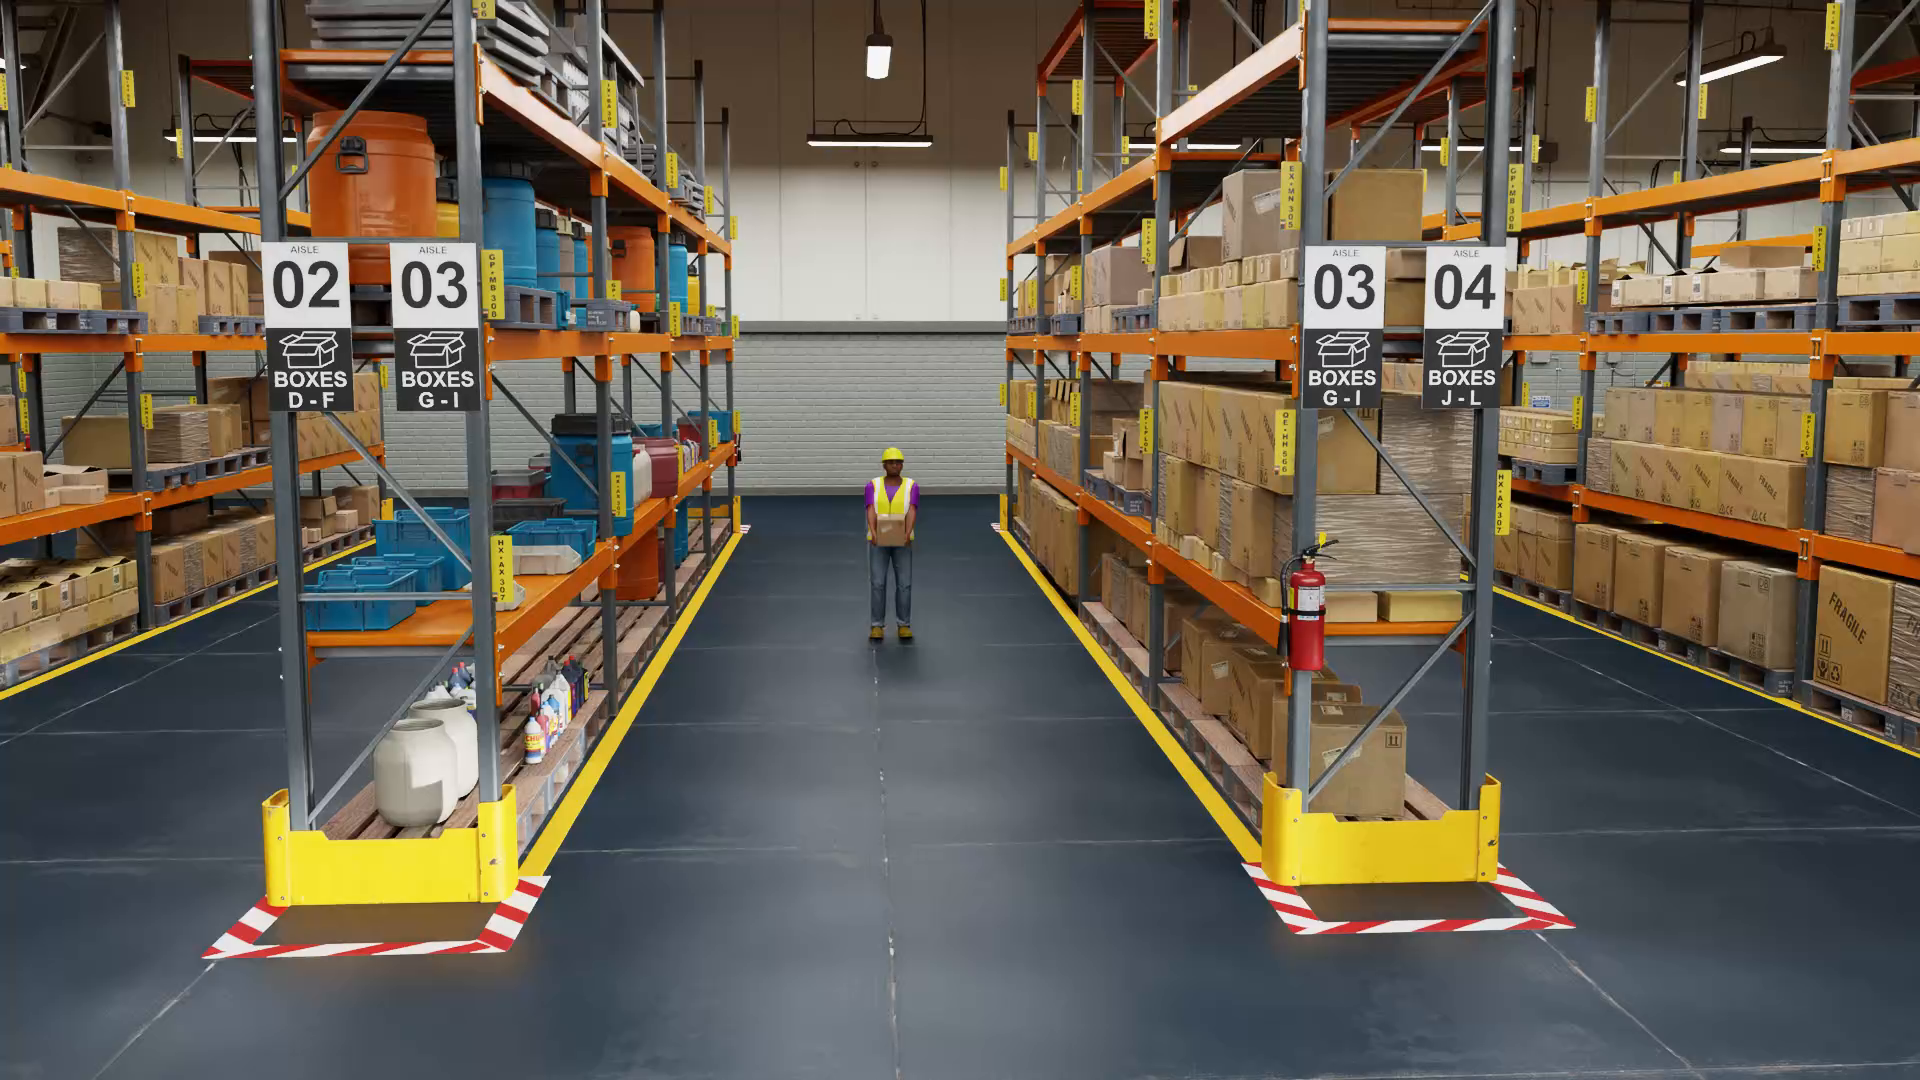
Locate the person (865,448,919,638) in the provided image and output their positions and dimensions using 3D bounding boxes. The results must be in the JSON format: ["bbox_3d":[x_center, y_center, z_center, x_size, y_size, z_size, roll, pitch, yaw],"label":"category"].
[{"bbox_3d":[-0.623,0.036,15.366,0.503,1.760,0.577,0,7,-3],"label":"person"}]
